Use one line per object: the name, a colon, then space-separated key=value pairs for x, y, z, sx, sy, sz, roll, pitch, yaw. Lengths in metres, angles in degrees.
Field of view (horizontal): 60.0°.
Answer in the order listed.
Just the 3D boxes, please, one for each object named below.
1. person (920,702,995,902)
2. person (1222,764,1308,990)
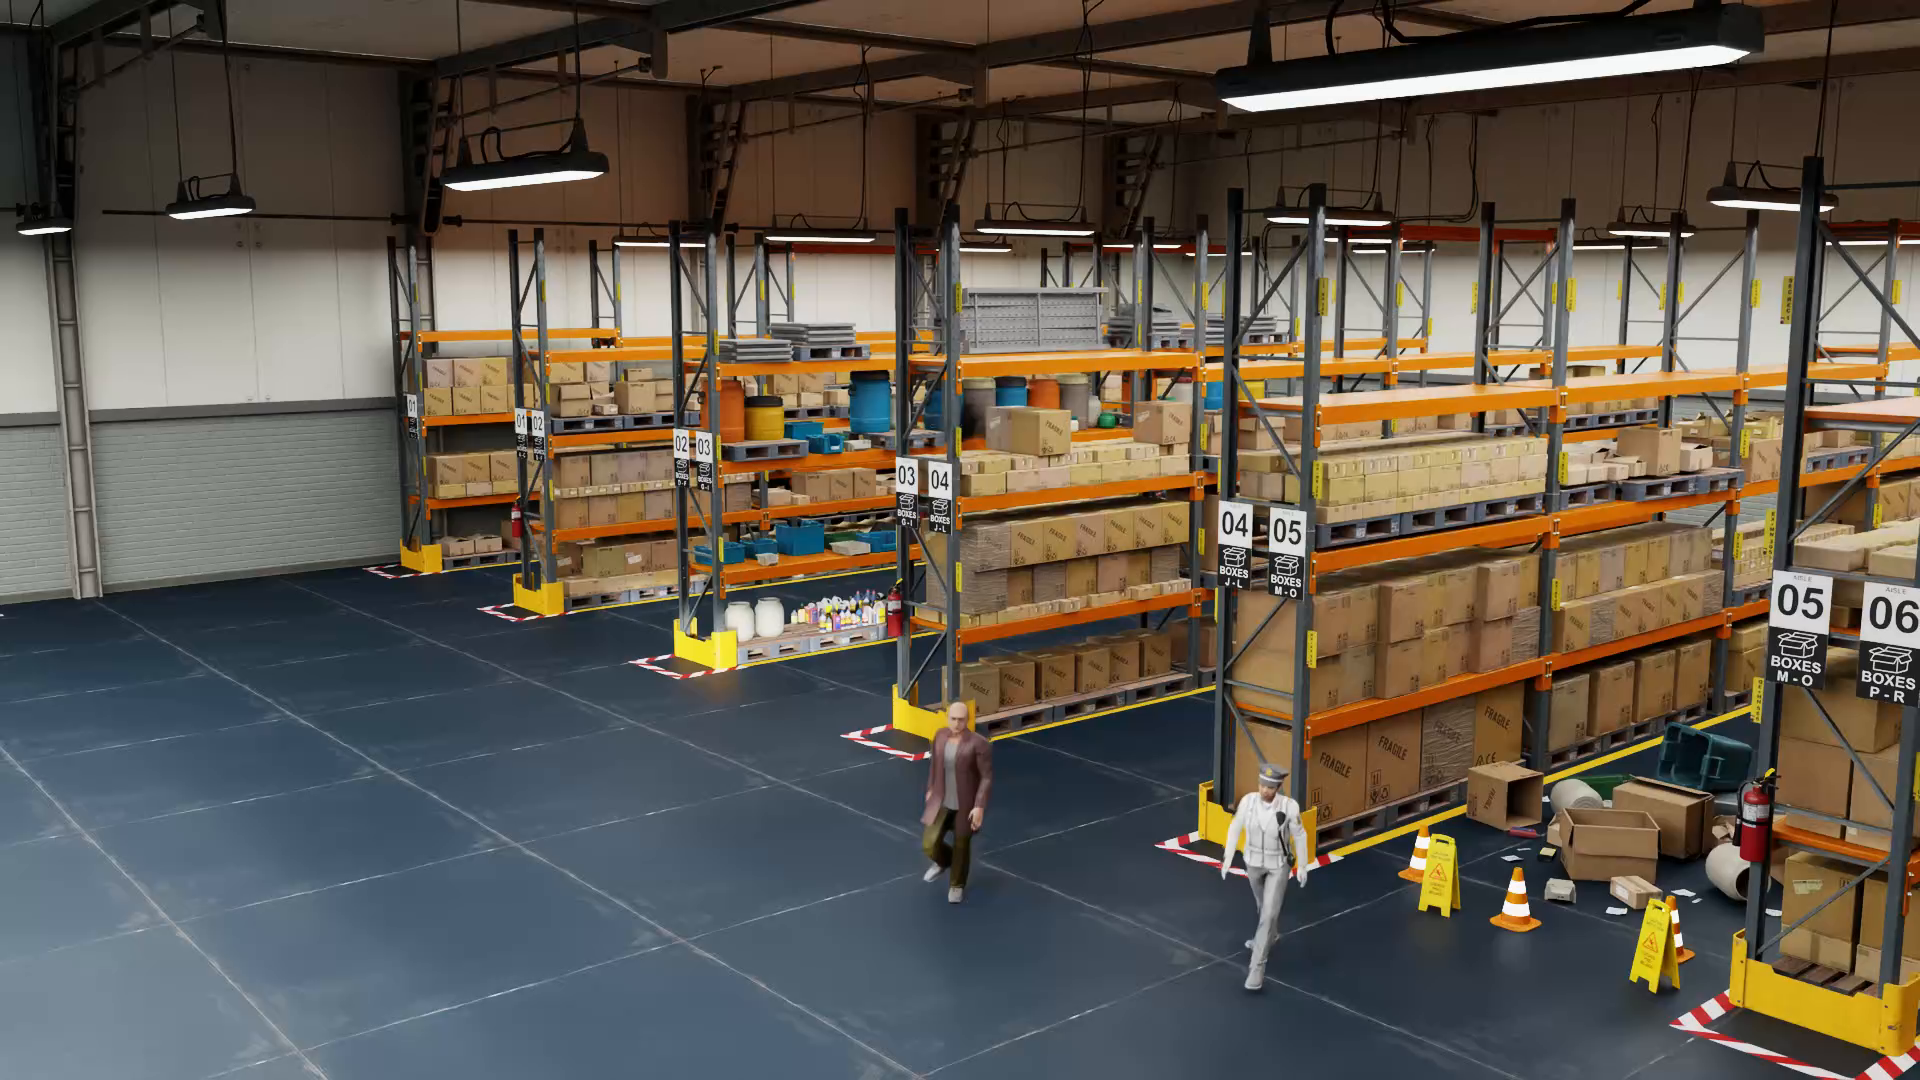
person: x=-0.017 y=2.187 z=13.888 sx=0.696 sy=1.755 sz=0.617 roll=3 pitch=9 yaw=19
person: x=2.284 y=2.429 z=12.429 sx=0.597 sy=1.611 sz=0.957 roll=5 pitch=10 yaw=27
